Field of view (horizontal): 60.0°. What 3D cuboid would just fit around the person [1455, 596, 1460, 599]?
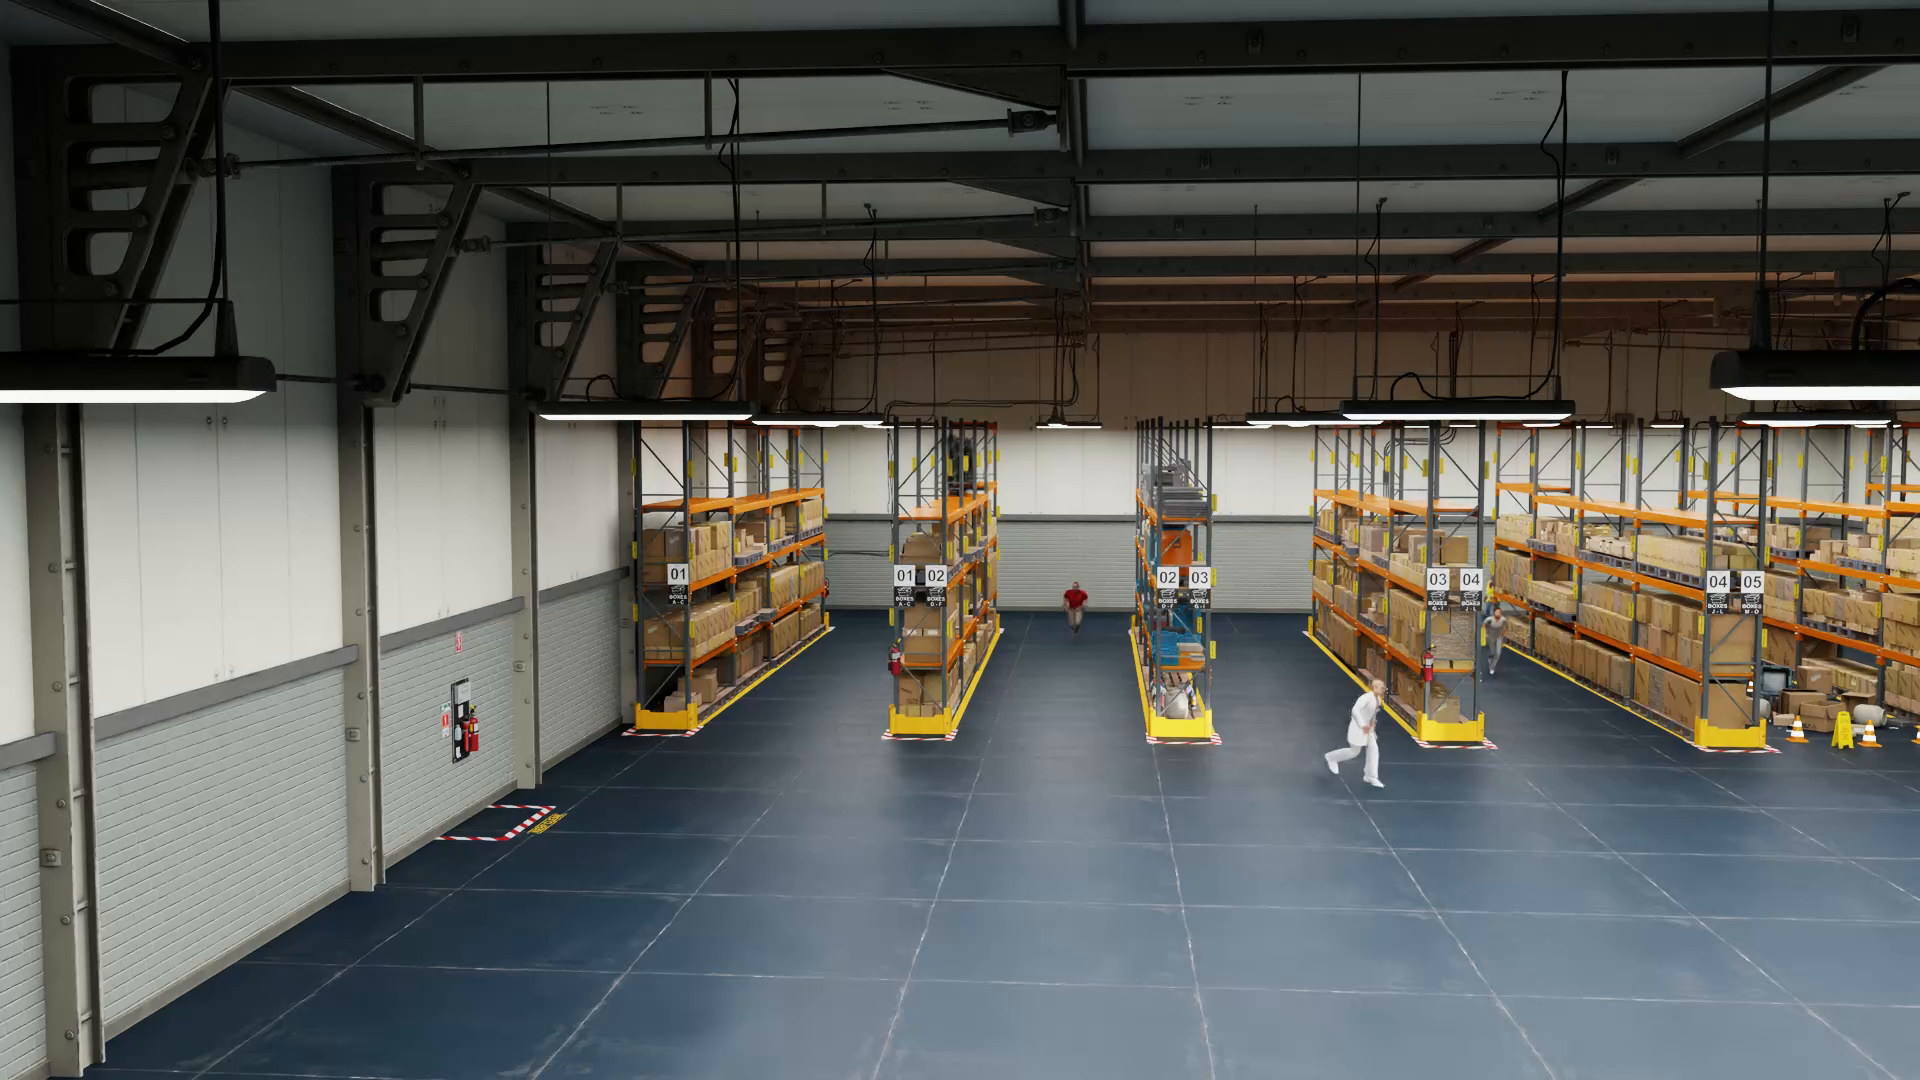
[{"bbox_3d":[13.848,1.850,46.998,0.592,1.619,0.600,2,4,23],"label":"person"}]

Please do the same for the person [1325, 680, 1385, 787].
[{"bbox_3d":[6.462,3.117,27.143,1.041,1.738,0.732,2,4,33],"label":"person"}]

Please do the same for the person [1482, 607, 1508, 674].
[{"bbox_3d":[12.690,2.369,39.447,0.554,1.600,0.705,0,4,4],"label":"person"}]

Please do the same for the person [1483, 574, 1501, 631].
[{"bbox_3d":[15.275,1.763,47.647,0.605,1.727,0.702,-2,4,-31],"label":"person"}]

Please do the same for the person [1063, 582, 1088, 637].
[{"bbox_3d":[3.080,1.837,44.283,0.655,1.480,0.761,0,4,3],"label":"person"}]
